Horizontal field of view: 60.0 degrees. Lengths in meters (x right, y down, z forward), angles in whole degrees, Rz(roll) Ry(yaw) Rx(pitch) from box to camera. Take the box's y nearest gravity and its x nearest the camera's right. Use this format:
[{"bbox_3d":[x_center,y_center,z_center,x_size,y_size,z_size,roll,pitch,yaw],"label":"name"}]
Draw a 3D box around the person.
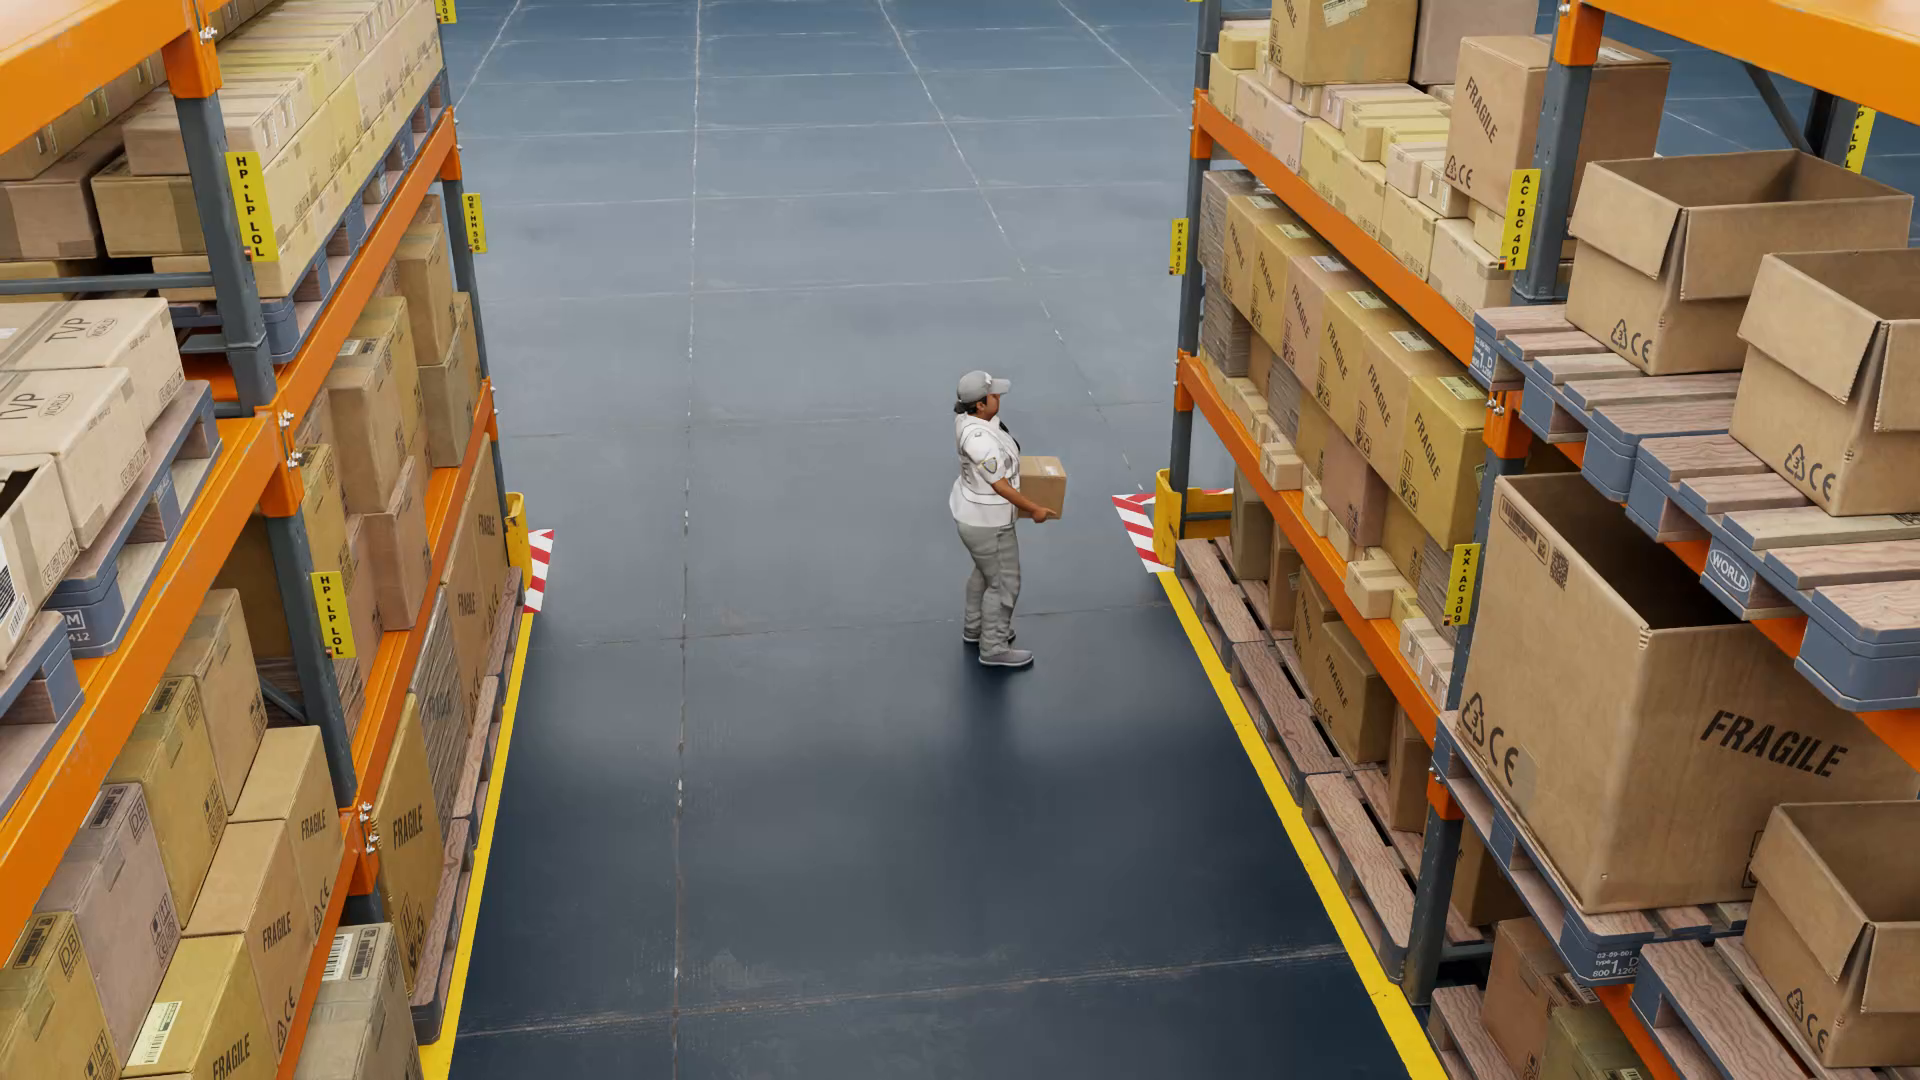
[{"bbox_3d":[0.217,-0.123,8.865,0.541,1.653,0.453,-4,28,-7],"label":"person"}]
